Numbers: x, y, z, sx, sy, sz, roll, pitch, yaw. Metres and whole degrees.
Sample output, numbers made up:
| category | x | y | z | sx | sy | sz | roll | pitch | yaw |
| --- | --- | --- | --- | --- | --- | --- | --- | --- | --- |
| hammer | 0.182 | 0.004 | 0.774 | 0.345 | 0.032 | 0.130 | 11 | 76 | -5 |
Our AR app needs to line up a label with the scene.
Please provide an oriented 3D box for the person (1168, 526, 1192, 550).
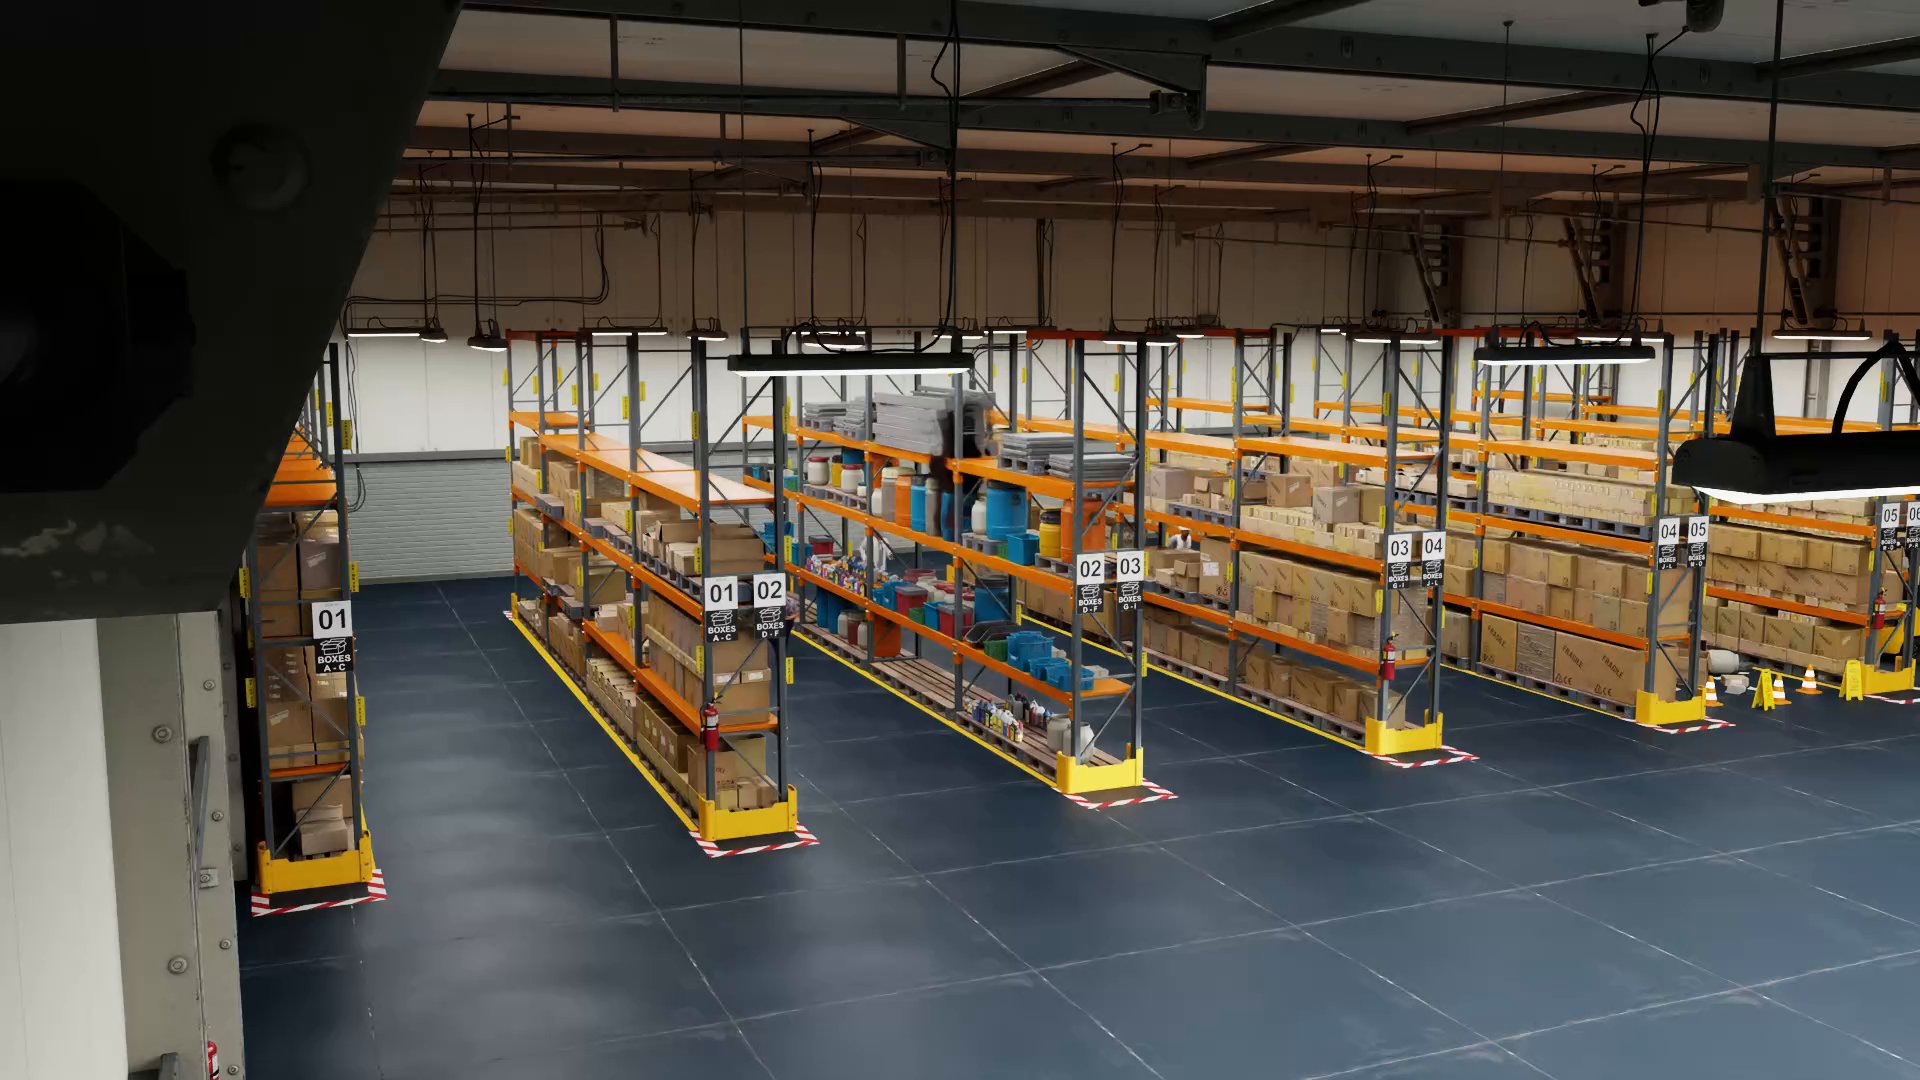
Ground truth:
| category | x | y | z | sx | sy | sz | roll | pitch | yaw |
| --- | --- | --- | --- | --- | --- | --- | --- | --- | --- |
| person | 4.833 | 0.475 | 36.882 | 0.661 | 1.709 | 0.702 | -6 | 10 | -37 |

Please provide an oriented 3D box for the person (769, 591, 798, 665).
| category | x | y | z | sx | sy | sz | roll | pitch | yaw |
| --- | --- | --- | --- | --- | --- | --- | --- | --- | --- |
| person | -3.221 | 1.527 | 30.353 | 0.610 | 1.431 | 1.098 | 0 | 8 | 3 |

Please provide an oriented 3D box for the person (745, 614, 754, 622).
| category | x | y | z | sx | sy | sz | roll | pitch | yaw |
| --- | --- | --- | --- | --- | --- | --- | --- | --- | --- |
| person | -3.800 | 1.250 | 31.008 | 0.706 | 1.772 | 0.685 | -3 | 8 | -18 |

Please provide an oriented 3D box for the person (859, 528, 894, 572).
| category | x | y | z | sx | sy | sz | roll | pitch | yaw |
| --- | --- | --- | --- | --- | --- | --- | --- | --- | --- |
| person | -1.821 | 0.579 | 35.877 | 0.671 | 1.781 | 1.044 | -5 | 9 | -33 |
